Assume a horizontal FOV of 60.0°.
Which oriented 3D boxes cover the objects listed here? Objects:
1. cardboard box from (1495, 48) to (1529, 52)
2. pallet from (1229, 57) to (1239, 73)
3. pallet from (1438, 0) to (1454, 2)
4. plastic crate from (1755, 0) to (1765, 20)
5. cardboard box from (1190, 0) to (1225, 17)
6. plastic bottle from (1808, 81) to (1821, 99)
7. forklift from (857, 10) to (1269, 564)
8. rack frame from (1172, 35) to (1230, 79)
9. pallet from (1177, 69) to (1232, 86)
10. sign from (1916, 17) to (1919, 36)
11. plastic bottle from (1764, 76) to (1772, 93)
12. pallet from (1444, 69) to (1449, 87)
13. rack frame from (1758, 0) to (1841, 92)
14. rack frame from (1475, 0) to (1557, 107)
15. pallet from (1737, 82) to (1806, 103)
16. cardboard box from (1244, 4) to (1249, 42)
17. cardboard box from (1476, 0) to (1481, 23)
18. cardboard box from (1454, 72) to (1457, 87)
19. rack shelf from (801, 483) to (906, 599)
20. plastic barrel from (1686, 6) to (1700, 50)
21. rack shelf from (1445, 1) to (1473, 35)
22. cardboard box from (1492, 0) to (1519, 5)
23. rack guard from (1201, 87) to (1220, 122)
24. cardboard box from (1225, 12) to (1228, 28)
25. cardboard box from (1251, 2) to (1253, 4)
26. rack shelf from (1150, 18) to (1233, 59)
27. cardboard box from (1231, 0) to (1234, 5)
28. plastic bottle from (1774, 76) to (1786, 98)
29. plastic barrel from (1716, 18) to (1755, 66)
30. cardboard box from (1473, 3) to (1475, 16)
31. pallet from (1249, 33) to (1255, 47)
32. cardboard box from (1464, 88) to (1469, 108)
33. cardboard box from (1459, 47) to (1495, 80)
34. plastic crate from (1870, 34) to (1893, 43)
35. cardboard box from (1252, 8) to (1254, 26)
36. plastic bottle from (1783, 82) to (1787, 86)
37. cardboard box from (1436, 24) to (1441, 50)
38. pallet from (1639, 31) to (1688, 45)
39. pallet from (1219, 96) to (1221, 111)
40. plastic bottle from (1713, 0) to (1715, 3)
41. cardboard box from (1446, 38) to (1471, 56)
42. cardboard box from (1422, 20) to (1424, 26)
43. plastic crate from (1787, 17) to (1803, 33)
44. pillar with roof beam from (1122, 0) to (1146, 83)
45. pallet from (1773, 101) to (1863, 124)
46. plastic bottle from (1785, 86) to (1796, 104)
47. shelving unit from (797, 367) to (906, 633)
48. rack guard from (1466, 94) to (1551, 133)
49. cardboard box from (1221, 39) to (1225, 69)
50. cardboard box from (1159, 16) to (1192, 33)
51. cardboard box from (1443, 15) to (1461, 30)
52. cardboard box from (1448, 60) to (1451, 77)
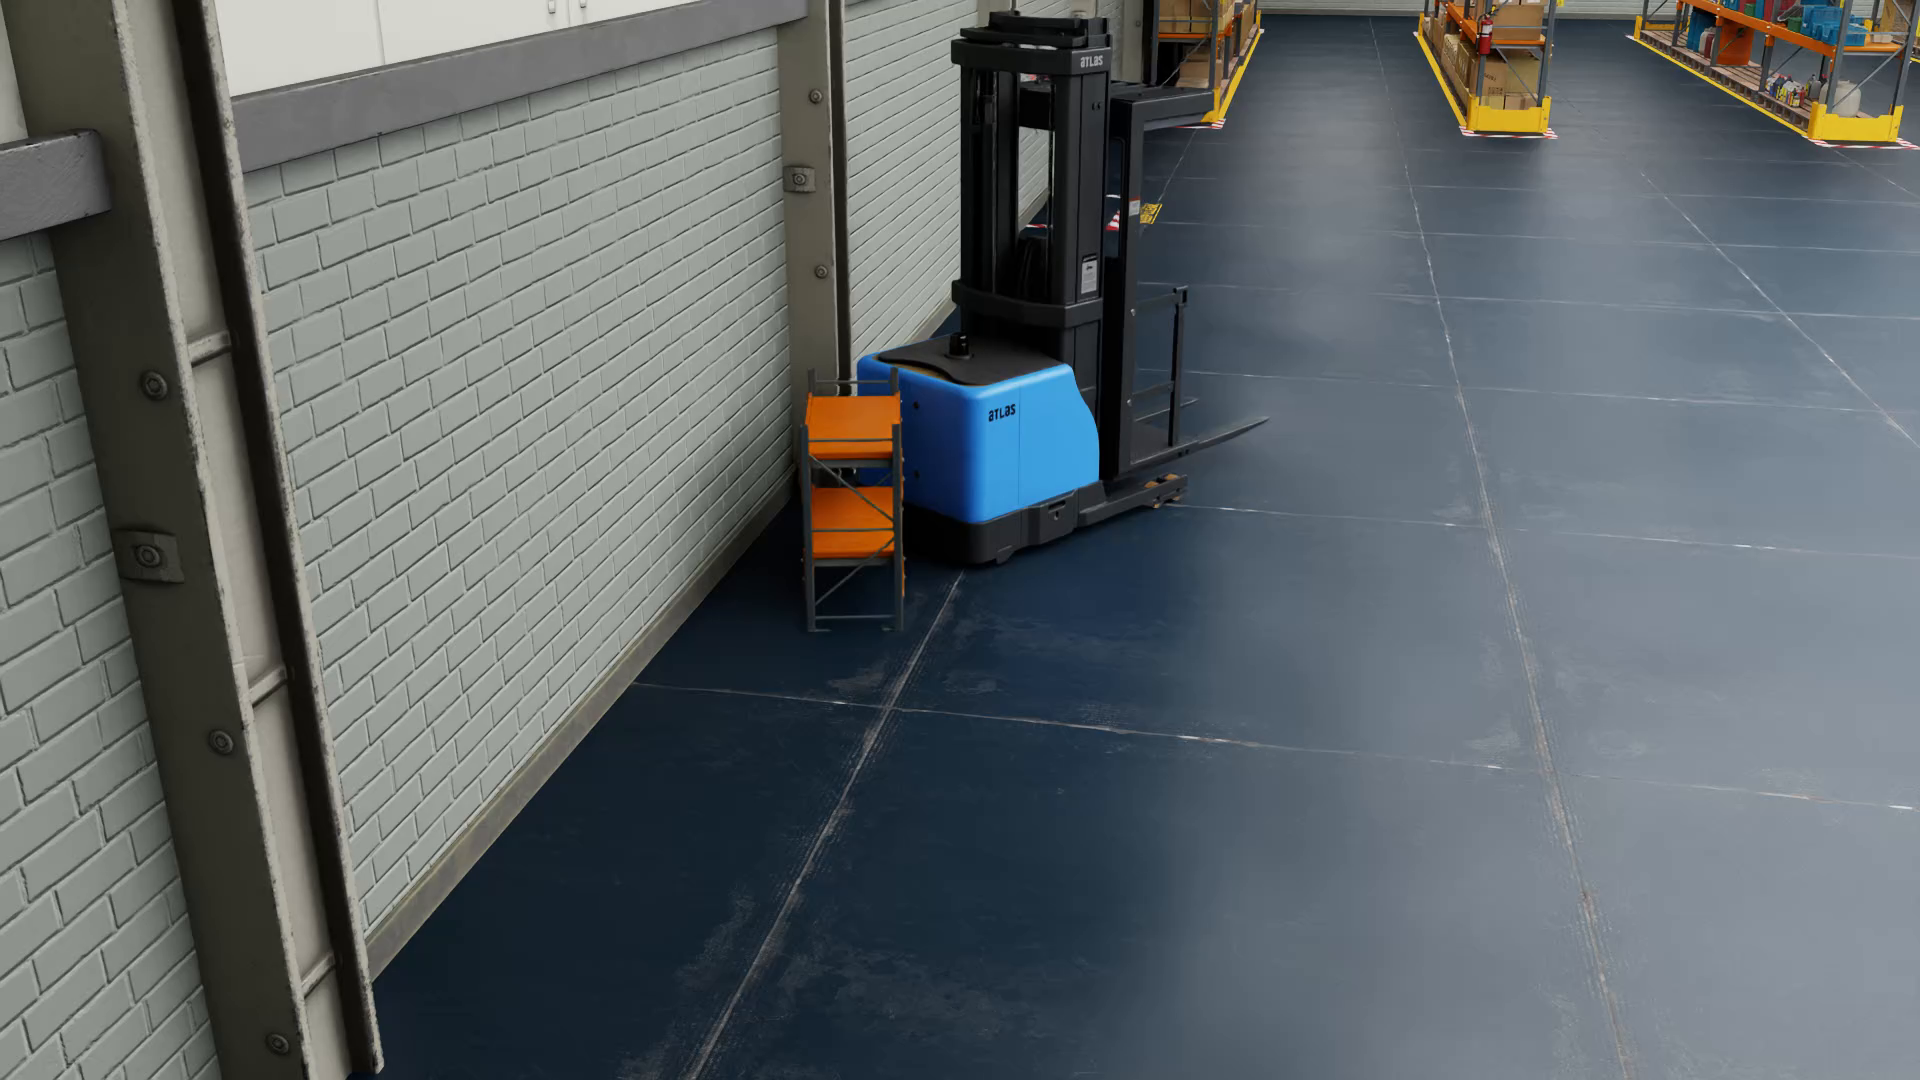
[{"bbox_3d":[9.074,-7.847,27.438,0.500,0.500,0.500,4,22,11],"label":"cardboard box"},{"bbox_3d":[4.971,-9.391,32.890,1.003,0.211,1.213,4,22,11],"label":"pallet"},{"bbox_3d":[10.052,-10.759,32.809,1.213,0.211,1.003,4,22,11],"label":"pallet"},{"bbox_3d":[13.935,-9.172,28.634,0.392,0.384,0.575,4,22,11],"label":"plastic crate"},{"bbox_3d":[3.891,-8.484,26.074,0.500,0.500,0.500,4,22,11],"label":"cardboard box"},{"bbox_3d":[13.976,-7.368,27.189,0.152,0.276,0.135,4,22,11],"label":"plastic bottle"},{"bbox_3d":[0.792,-1.678,10.098,3.031,2.935,1.130,-20,29,-40],"label":"forklift"},{"bbox_3d":[4.316,-9.508,29.446,1.000,3.000,0.127,4,22,11],"label":"rack frame"},{"bbox_3d":[4.473,-8.499,30.674,1.003,0.211,1.213,4,22,11],"label":"pallet"},{"bbox_3d":[13.736,-7.374,23.779,0.100,0.325,0.005,4,22,11],"label":"sign"},{"bbox_3d":[13.520,-7.608,27.792,0.097,0.271,0.097,0,22,0],"label":"plastic bottle"},{"bbox_3d":[9.525,-8.558,30.820,1.003,0.211,1.213,4,22,11],"label":"pallet"},{"bbox_3d":[14.015,-8.753,27.571,1.000,3.000,0.127,4,22,11],"label":"rack frame"},{"bbox_3d":[8.350,-7.669,24.879,1.000,3.000,0.127,4,22,11],"label":"rack frame"},{"bbox_3d":[14.137,-7.749,28.812,1.003,0.211,1.213,4,22,11],"label":"pallet"},{"bbox_3d":[5.765,-11.058,35.611,0.750,0.750,0.750,5,23,13],"label":"cardboard box"},{"bbox_3d":[8.981,-8.822,27.609,0.700,0.500,0.500,4,22,10],"label":"cardboard box"},{"bbox_3d":[8.775,-7.904,28.583,0.500,0.250,0.500,4,22,11],"label":"cardboard box"},{"bbox_3d":[-0.569,-0.011,9.029,0.538,0.278,1.000,-1,22,-2],"label":"rack shelf"},{"bbox_3d":[15.519,-10.702,34.658,0.600,0.901,0.708,4,22,11],"label":"plastic barrel"},{"bbox_3d":[9.574,-9.529,30.462,1.077,0.370,4.000,4,22,11],"label":"rack shelf"},{"bbox_3d":[8.241,-8.170,25.123,0.380,0.149,0.250,4,22,10],"label":"cardboard box"},{"bbox_3d":[3.515,-6.913,26.350,1.175,0.500,0.348,4,22,11],"label":"rack guard"},{"bbox_3d":[4.112,-8.516,27.157,0.500,0.250,0.500,4,22,10],"label":"cardboard box"},{"bbox_3d":[6.556,-12.338,38.388,0.380,0.149,0.250,4,22,9],"label":"cardboard box"},{"bbox_3d":[3.908,-8.443,27.764,1.077,0.370,4.000,4,22,11],"label":"rack shelf"},{"bbox_3d":[4.426,-9.416,28.388,0.500,0.500,0.500,4,22,11],"label":"cardboard box"},{"bbox_3d":[13.405,-7.395,27.158,0.144,0.351,0.185,4,22,9],"label":"plastic bottle"},{"bbox_3d":[14.914,-9.584,31.977,0.600,0.830,0.708,4,22,11],"label":"plastic barrel"},{"bbox_3d":[9.224,-9.245,28.995,0.500,0.250,0.500,6,23,14],"label":"cardboard box"},{"bbox_3d":[6.180,-11.412,37.907,1.003,0.211,1.213,4,22,11],"label":"pallet"},{"bbox_3d":[8.260,-6.990,26.314,0.500,0.250,0.500,4,22,11],"label":"cardboard box"},{"bbox_3d":[8.561,-7.887,27.537,0.500,0.500,0.500,4,22,11],"label":"cardboard box"},{"bbox_3d":[13.696,-7.470,24.739,0.298,0.136,0.250,4,22,11],"label":"plastic crate"},{"bbox_3d":[6.720,-12.668,40.077,0.700,0.500,0.500,4,22,11],"label":"cardboard box"},{"bbox_3d":[13.412,-7.302,27.032,0.097,0.271,0.097,0,22,0],"label":"plastic bottle"},{"bbox_3d":[10.150,-10.381,34.370,0.500,0.500,0.500,4,22,9],"label":"cardboard box"},{"bbox_3d":[16.257,-11.549,38.247,1.003,0.211,1.213,4,22,11],"label":"pallet"},{"bbox_3d":[3.716,-7.074,27.135,1.003,0.211,1.213,4,22,11],"label":"pallet"},{"bbox_3d":[14.604,-10.465,32.087,0.097,0.201,0.097,0,22,0],"label":"plastic bottle"},{"bbox_3d":[9.383,-9.226,31.113,0.500,0.311,0.500,4,22,9],"label":"cardboard box"},{"bbox_3d":[11.193,-12.275,39.544,0.380,0.149,0.250,4,22,11],"label":"cardboard box"},{"bbox_3d":[13.461,-8.179,26.431,0.450,0.188,0.662,4,22,11],"label":"plastic crate"},{"bbox_3d":[7.010,-10.821,24.677,9.100,9.000,0.400,4,22,11],"label":"pillar with roof beam"},{"bbox_3d":[13.590,-6.769,26.378,1.003,0.211,1.213,4,22,11],"label":"pallet"},{"bbox_3d":[13.251,-7.076,26.465,0.152,0.276,0.135,4,22,9],"label":"plastic bottle"},{"bbox_3d":[-0.569,-0.237,8.937,0.538,1.125,1.048,-1,22,-2],"label":"shelving unit"},{"bbox_3d":[8.345,-6.500,25.324,1.175,0.500,0.348,4,22,11],"label":"rack guard"},{"bbox_3d":[4.650,-9.199,31.437,0.700,0.500,0.500,5,22,12],"label":"cardboard box"},{"bbox_3d":[3.405,-8.170,26.299,0.500,0.250,0.500,5,22,12],"label":"cardboard box"},{"bbox_3d":[9.951,-10.368,33.334,0.500,0.250,0.500,5,23,13],"label":"cardboard box"},{"bbox_3d":[9.176,-8.597,30.302,0.500,0.250,0.500,5,22,12],"label":"cardboard box"}]
